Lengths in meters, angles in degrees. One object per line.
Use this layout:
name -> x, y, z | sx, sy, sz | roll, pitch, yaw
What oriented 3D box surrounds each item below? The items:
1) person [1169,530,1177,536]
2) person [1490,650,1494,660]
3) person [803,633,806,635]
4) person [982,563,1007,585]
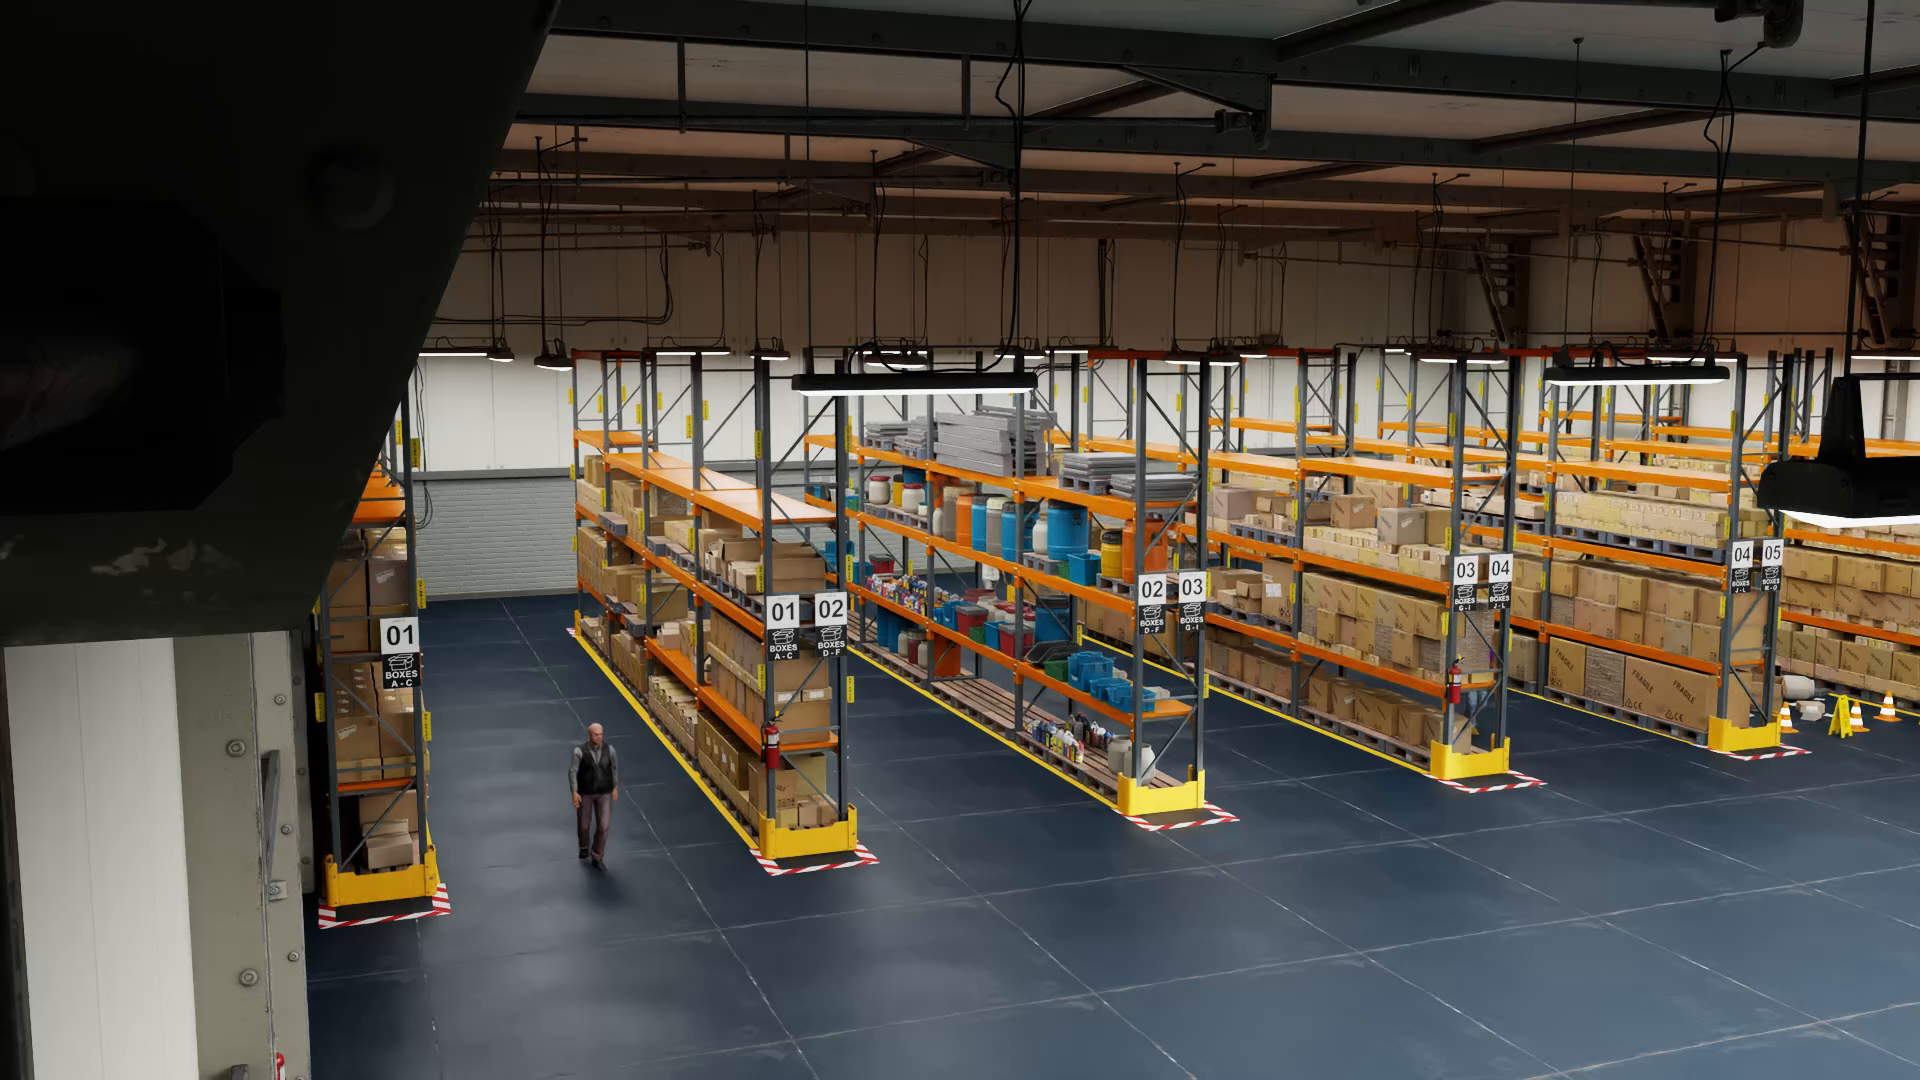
person -> 5.686, 0.249, 43.397 | 1.074, 1.400, 0.545 | 2, 7, 14
person -> 8.156, 1.899, 26.299 | 0.623, 0.652, 0.378 | -1, 7, -5
person -> -3.036, 1.765, 31.018 | 0.470, 1.410, 0.979 | -2, 7, -12
person -> 0.710, 0.529, 37.087 | 0.587, 1.050, 0.575 | -3, 8, -22
